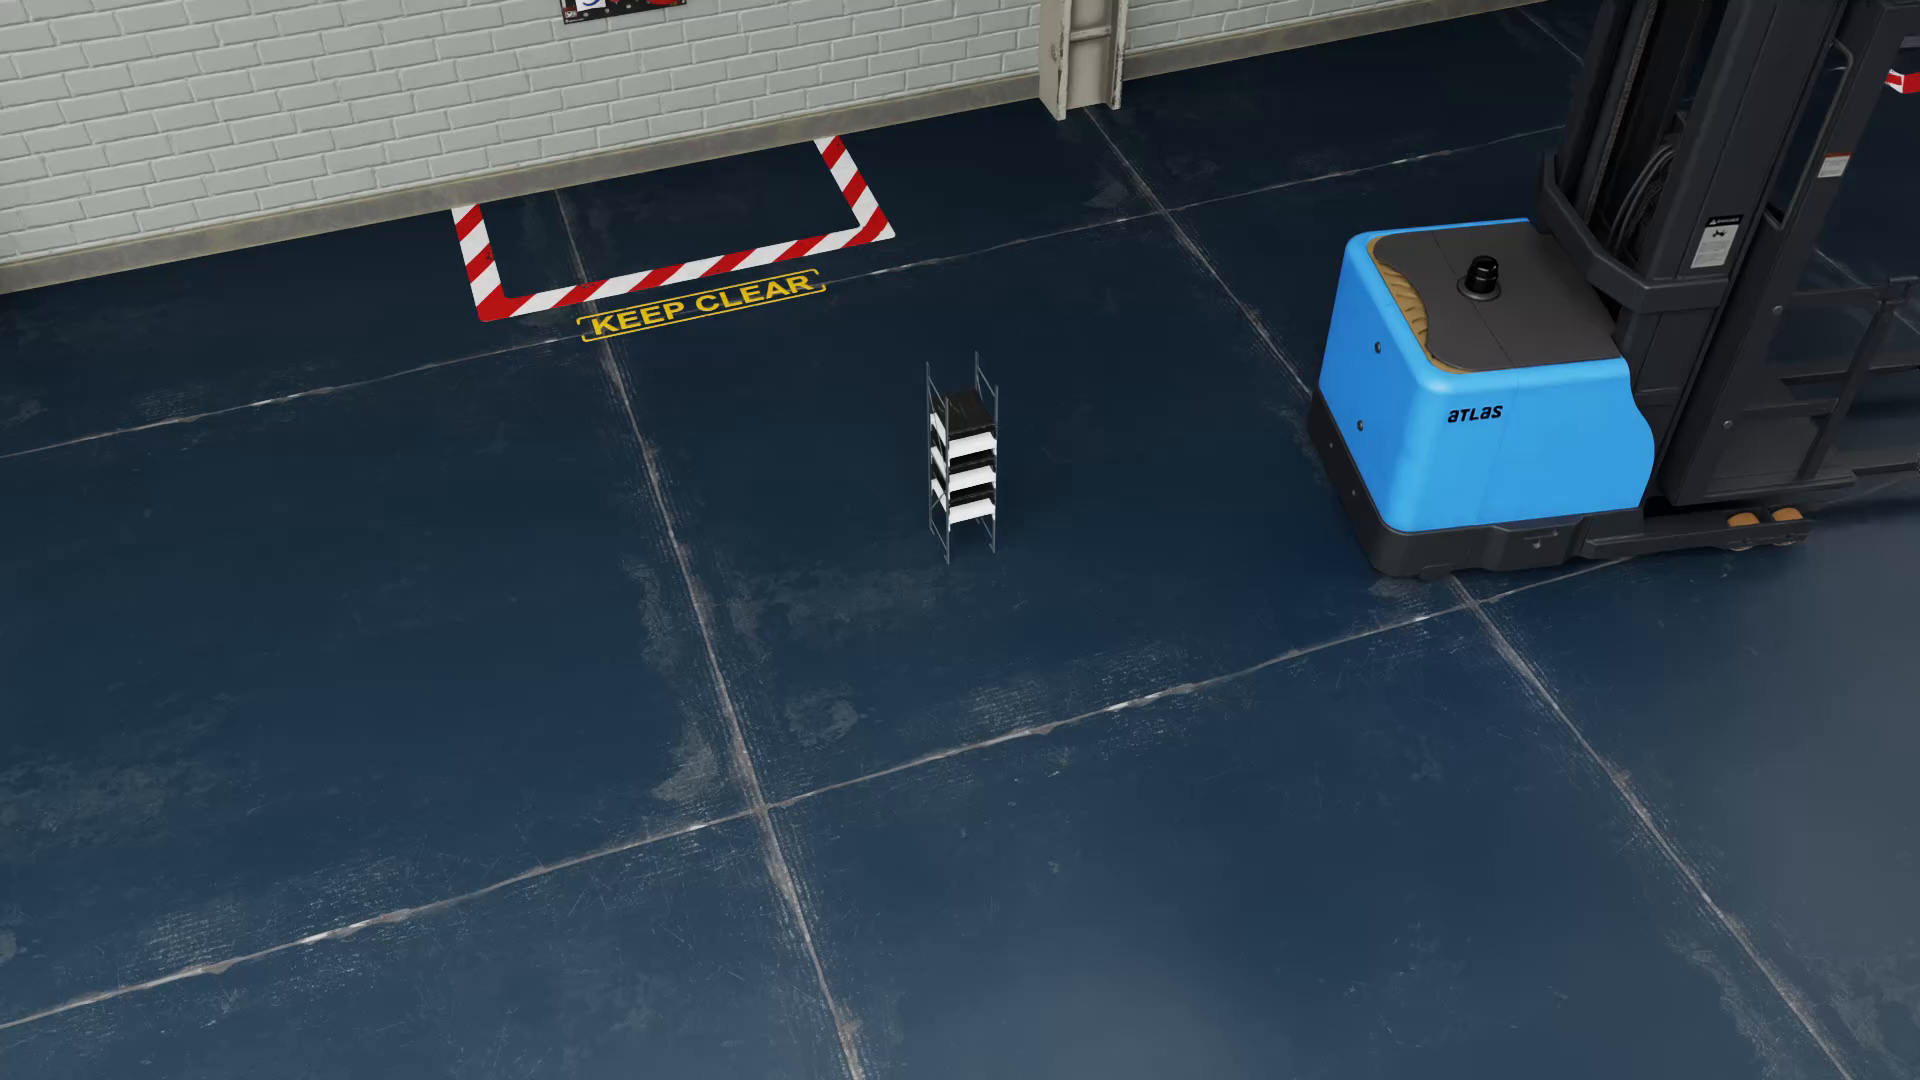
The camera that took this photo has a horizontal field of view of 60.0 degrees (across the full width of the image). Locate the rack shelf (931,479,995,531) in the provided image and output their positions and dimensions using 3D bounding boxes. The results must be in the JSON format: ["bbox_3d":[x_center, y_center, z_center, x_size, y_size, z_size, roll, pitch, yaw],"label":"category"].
[{"bbox_3d":[0.008,-0.169,6.894,0.200,0.077,0.258,-14,47,-14],"label":"rack shelf"}]

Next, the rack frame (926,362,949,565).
[{"bbox_3d":[-0.088,-0.295,6.718,0.006,0.900,0.240,-14,47,-14],"label":"rack frame"}]

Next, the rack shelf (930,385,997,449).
[{"bbox_3d":[0.008,-0.487,6.575,0.200,0.077,0.258,-14,47,-14],"label":"rack shelf"}]

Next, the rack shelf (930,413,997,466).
[{"bbox_3d":[0.008,-0.423,6.639,0.200,0.077,0.258,-14,47,-14],"label":"rack shelf"}]

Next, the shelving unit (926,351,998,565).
[{"bbox_3d":[0.008,-0.320,6.743,0.210,0.900,0.258,-14,47,-14],"label":"shelving unit"}]

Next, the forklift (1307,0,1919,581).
[{"bbox_3d":[3.123,-1.355,6.340,3.031,2.935,1.130,-6,45,-6],"label":"forklift"}]

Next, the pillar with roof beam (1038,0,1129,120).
[{"bbox_3d":[2.146,-2.838,3.535,0.400,9.000,9.100,-14,47,-14],"label":"pillar with roof beam"}]

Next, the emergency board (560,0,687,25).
[{"bbox_3d":[-1.653,-3.019,7.951,0.643,1.169,0.194,-14,47,-14],"label":"emergency board"}]

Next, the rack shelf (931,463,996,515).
[{"bbox_3d":[0.008,-0.233,6.830,0.200,0.077,0.258,-14,47,-14],"label":"rack shelf"}]

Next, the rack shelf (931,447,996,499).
[{"bbox_3d":[0.008,-0.296,6.766,0.200,0.077,0.258,-14,47,-14],"label":"rack shelf"}]

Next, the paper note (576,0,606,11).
[{"bbox_3d":[-1.843,-2.712,8.266,0.142,0.148,0.016,-14,47,-14],"label":"paper note"}]

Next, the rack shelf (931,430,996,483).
[{"bbox_3d":[0.008,-0.360,6.702,0.200,0.077,0.258,-14,47,-14],"label":"rack shelf"}]

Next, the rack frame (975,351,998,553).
[{"bbox_3d":[0.103,-0.344,6.767,0.006,0.900,0.240,-14,47,-14],"label":"rack frame"}]
